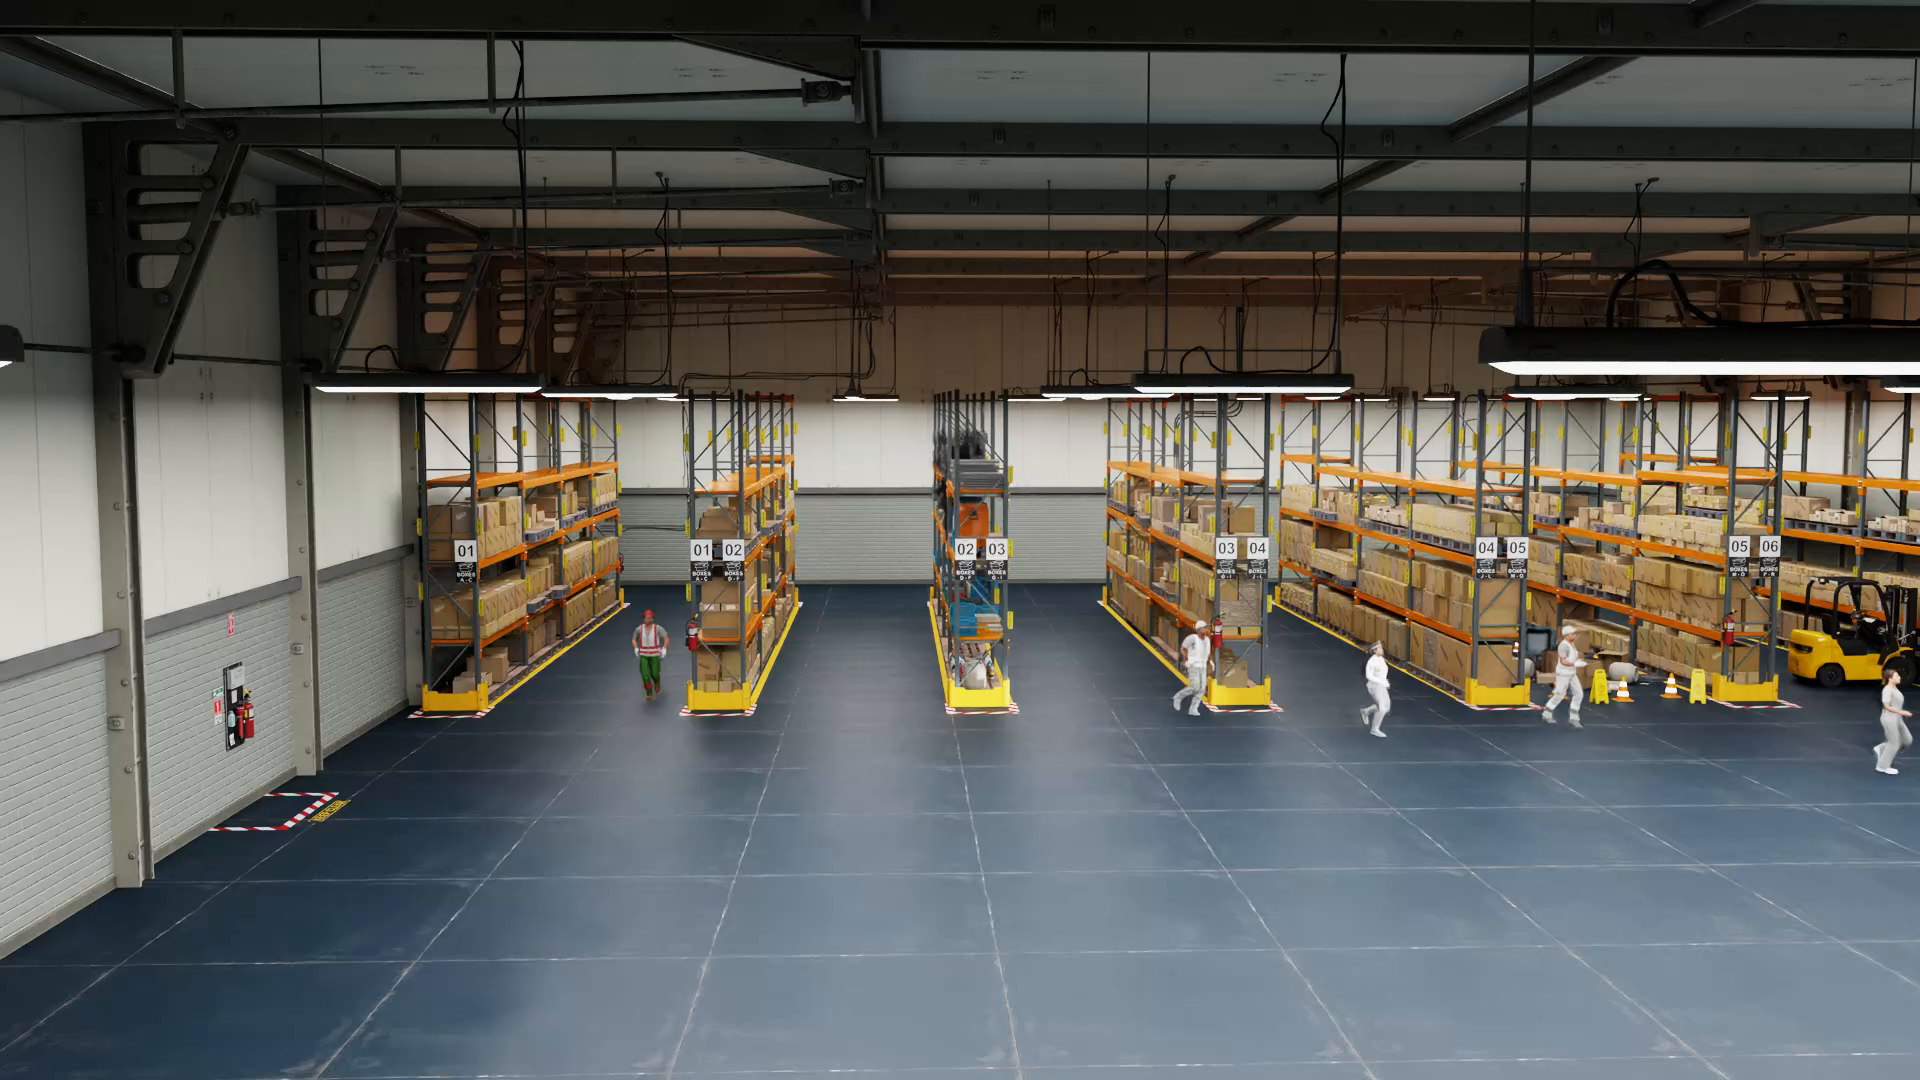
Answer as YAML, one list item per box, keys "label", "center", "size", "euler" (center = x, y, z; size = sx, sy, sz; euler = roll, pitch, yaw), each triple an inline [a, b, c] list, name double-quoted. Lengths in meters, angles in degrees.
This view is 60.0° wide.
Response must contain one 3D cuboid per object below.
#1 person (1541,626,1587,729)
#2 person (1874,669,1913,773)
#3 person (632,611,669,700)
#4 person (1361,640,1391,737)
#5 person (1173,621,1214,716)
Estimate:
- label: "person"
  center: [10.730, 2.432, 29.436]
  size: [0.794, 1.851, 0.674]
  euler: [4, 6, 43]
- label: "person"
  center: [14.486, 2.809, 25.804]
  size: [0.559, 1.631, 0.560]
  euler: [4, 6, 43]
- label: "person"
  center: [-6.001, 2.227, 32.206]
  size: [0.708, 1.741, 0.620]
  euler: [0, 5, -2]
- label: "person"
  center: [7.213, 2.561, 28.800]
  size: [0.555, 1.660, 0.652]
  euler: [3, 6, 35]
- label: "person"
  center: [4.376, 2.351, 30.814]
  size: [0.742, 1.736, 0.614]
  euler: [-4, 6, -41]
